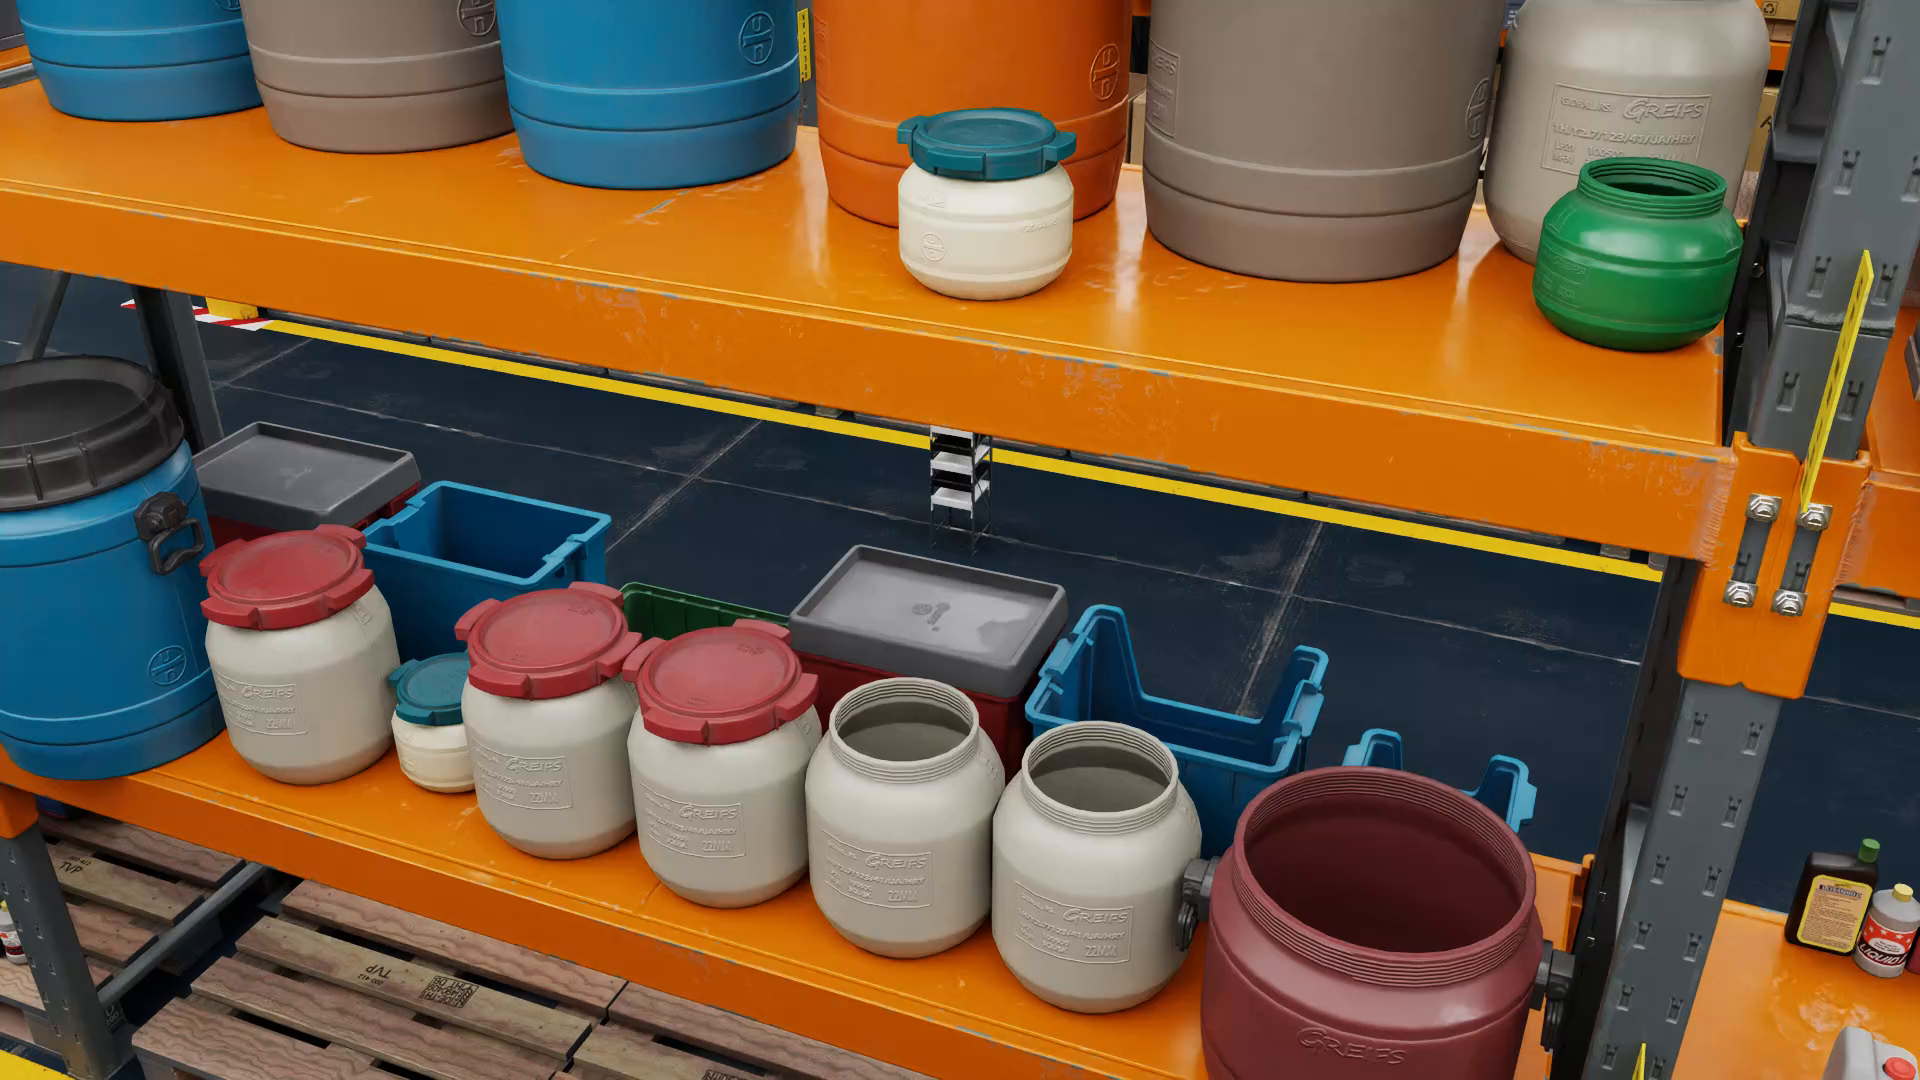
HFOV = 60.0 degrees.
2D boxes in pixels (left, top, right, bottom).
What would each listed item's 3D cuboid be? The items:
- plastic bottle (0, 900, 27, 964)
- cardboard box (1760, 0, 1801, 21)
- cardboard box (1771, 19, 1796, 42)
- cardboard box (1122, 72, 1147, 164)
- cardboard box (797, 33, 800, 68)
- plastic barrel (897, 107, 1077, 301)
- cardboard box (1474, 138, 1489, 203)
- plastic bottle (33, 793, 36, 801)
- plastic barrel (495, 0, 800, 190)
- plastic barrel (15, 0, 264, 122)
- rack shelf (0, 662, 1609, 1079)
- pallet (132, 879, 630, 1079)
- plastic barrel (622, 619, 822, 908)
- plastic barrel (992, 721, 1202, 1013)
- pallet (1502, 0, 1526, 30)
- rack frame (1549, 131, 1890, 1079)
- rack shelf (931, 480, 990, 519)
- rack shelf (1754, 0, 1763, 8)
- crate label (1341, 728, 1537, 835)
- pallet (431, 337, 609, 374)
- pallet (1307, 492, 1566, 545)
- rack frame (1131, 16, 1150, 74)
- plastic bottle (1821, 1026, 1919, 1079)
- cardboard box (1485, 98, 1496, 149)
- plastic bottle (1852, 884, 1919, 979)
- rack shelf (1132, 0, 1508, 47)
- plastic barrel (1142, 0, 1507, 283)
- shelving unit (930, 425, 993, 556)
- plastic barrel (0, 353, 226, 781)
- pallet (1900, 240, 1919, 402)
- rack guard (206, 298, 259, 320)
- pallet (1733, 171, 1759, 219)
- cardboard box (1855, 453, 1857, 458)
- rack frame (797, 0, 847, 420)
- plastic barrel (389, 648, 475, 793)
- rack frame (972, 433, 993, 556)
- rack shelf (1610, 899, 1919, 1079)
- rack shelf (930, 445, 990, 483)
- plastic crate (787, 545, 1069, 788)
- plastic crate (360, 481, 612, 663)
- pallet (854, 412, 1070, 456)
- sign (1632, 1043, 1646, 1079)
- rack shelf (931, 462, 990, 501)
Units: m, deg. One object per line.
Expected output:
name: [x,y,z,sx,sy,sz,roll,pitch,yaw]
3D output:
plastic bottle: [-2.851,1.172,5.024,0.097,0.201,0.097,0,29,0]
cardboard box: [5.388,-3.682,10.791,0.500,0.500,0.500,12,32,21]
cardboard box: [5.482,-3.389,10.932,0.250,0.149,0.380,12,32,20]
cardboard box: [0.662,-1.984,8.109,0.500,0.500,0.500,14,32,23]
cardboard box: [-0.864,-2.466,8.303,0.250,0.149,0.380,11,31,19]
plastic barrel: [0.043,-0.564,2.791,0.301,0.262,0.301,0,29,0]
cardboard box: [2.419,-1.662,7.733,0.500,0.311,0.500,11,31,19]
plastic bottle: [-3.169,0.757,5.688,0.097,0.271,0.097,0,29,0]
plastic barrel: [-0.632,-1.216,3.295,0.708,0.901,0.600,11,31,19]
plastic barrel: [-1.844,-1.458,3.723,0.708,0.901,0.600,11,31,19]
rack shelf: [-0.544,0.754,4.099,4.000,0.370,1.077,11,31,19]
pallet: [-1.655,1.412,5.037,1.213,0.211,1.003,11,31,19]
plastic barrel: [-0.512,0.504,3.671,0.433,0.535,0.433,0,29,0]
plastic barrel: [0.276,0.669,3.404,0.421,0.512,0.421,0,29,0]
pallet: [4.334,-3.706,11.453,1.003,0.211,1.213,11,31,19]
rack frame: [1.309,0.811,3.267,0.127,3.000,1.000,11,31,19]
rack shelf: [0.008,-0.205,7.631,0.200,0.077,0.258,11,31,19]
rack shelf: [5.028,-2.070,6.046,4.000,0.370,1.077,11,31,19]
crate label: [1.060,0.635,3.748,0.416,0.233,0.303,11,31,19]
pallet: [-2.387,-1.364,9.949,1.213,0.211,1.003,11,31,19]
pallet: [2.427,-0.403,8.249,1.213,0.211,1.003,11,31,19]
rack frame: [1.328,-4.446,12.568,0.127,3.000,1.000,11,31,19]
plastic bottle: [1.646,1.023,3.018,0.135,0.276,0.152,11,31,19]
cardboard box: [3.914,-3.067,12.222,0.500,0.500,0.700,11,31,19]
plastic bottle: [1.945,0.807,3.475,0.097,0.201,0.097,0,29,0]
rack shelf: [3.181,-3.763,12.091,4.000,0.370,1.077,11,31,19]
plastic barrel: [0.630,-0.964,2.849,0.600,0.901,0.600,0,29,0]
shelving unit: [0.008,-0.390,7.526,0.210,0.900,0.258,11,31,19]
plastic barrel: [-2.153,0.062,4.082,0.708,0.901,0.600,11,31,19]
pallet: [1.981,-0.227,2.246,1.213,0.211,1.003,11,31,19]
rack guard: [-4.260,-1.843,10.503,0.348,0.500,1.175,11,31,19]
pallet: [3.830,-1.270,7.144,1.003,0.211,1.213,11,31,19]
cardboard box: [3.977,-0.242,7.222,0.500,0.500,0.500,10,31,17]
rack frame: [-0.531,-2.187,8.571,0.127,3.000,1.000,11,31,19]
plastic barrel: [-1.228,0.446,4.053,0.301,0.262,0.301,0,29,0]
rack frame: [0.102,-0.371,7.493,0.006,0.900,0.240,11,31,19]
rack shelf: [3.163,1.494,2.789,4.000,0.370,1.077,11,31,19]
rack shelf: [0.008,-0.361,7.542,0.200,0.077,0.258,11,31,19]
plastic crate: [-0.073,0.345,4.027,0.583,0.464,0.402,11,31,19]
plastic crate: [-1.258,0.140,4.470,0.575,0.384,0.392,11,31,19]
pallet: [0.166,-0.855,9.047,1.213,0.211,1.003,11,31,19]
sign: [1.109,0.992,2.781,0.005,0.325,0.100,11,31,19]
rack shelf: [0.008,-0.283,7.587,0.200,0.077,0.258,11,31,19]
